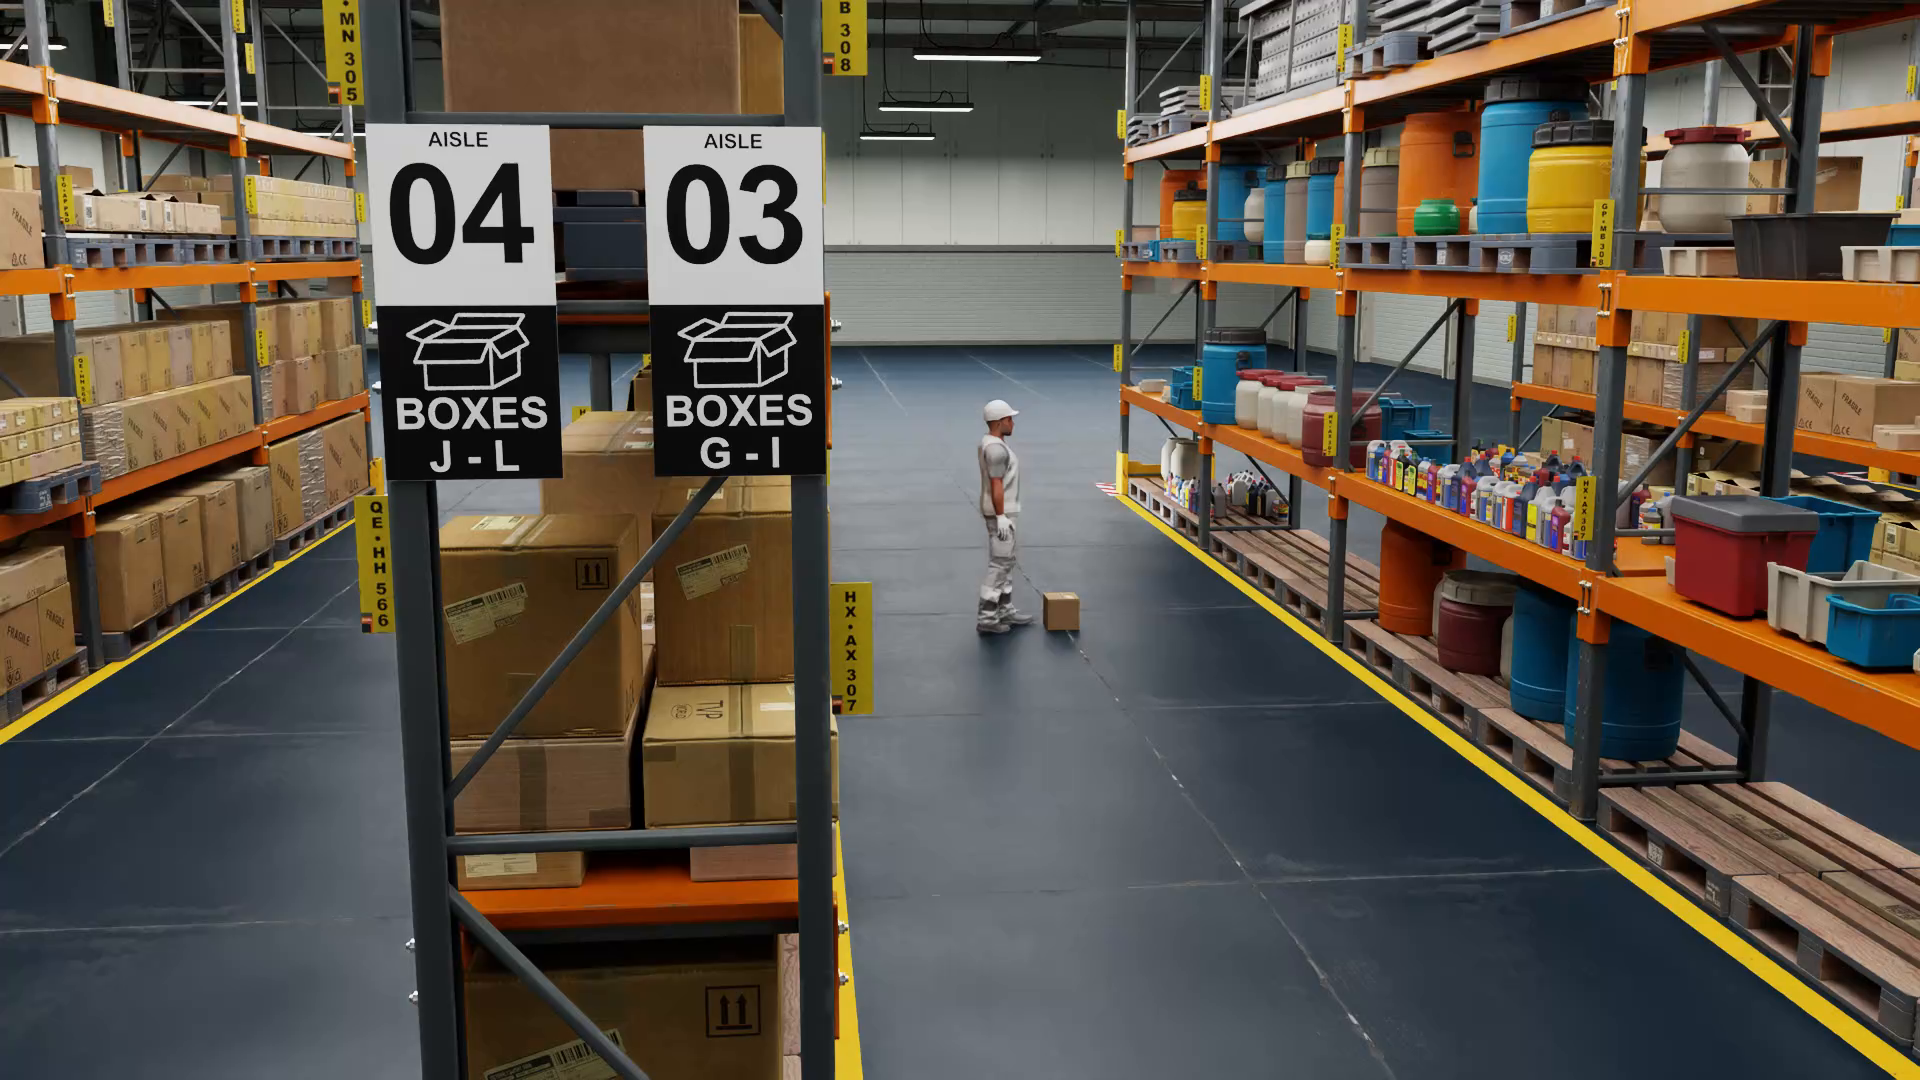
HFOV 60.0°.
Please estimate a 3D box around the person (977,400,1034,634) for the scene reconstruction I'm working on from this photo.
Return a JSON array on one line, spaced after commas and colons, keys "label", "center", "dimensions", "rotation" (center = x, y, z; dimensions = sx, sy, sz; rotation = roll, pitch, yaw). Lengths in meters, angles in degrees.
[{"label": "person", "center": [0.354, -0.182, 12.926], "dimensions": [0.482, 1.812, 0.541], "rotation": [-1, 10, -4]}]
